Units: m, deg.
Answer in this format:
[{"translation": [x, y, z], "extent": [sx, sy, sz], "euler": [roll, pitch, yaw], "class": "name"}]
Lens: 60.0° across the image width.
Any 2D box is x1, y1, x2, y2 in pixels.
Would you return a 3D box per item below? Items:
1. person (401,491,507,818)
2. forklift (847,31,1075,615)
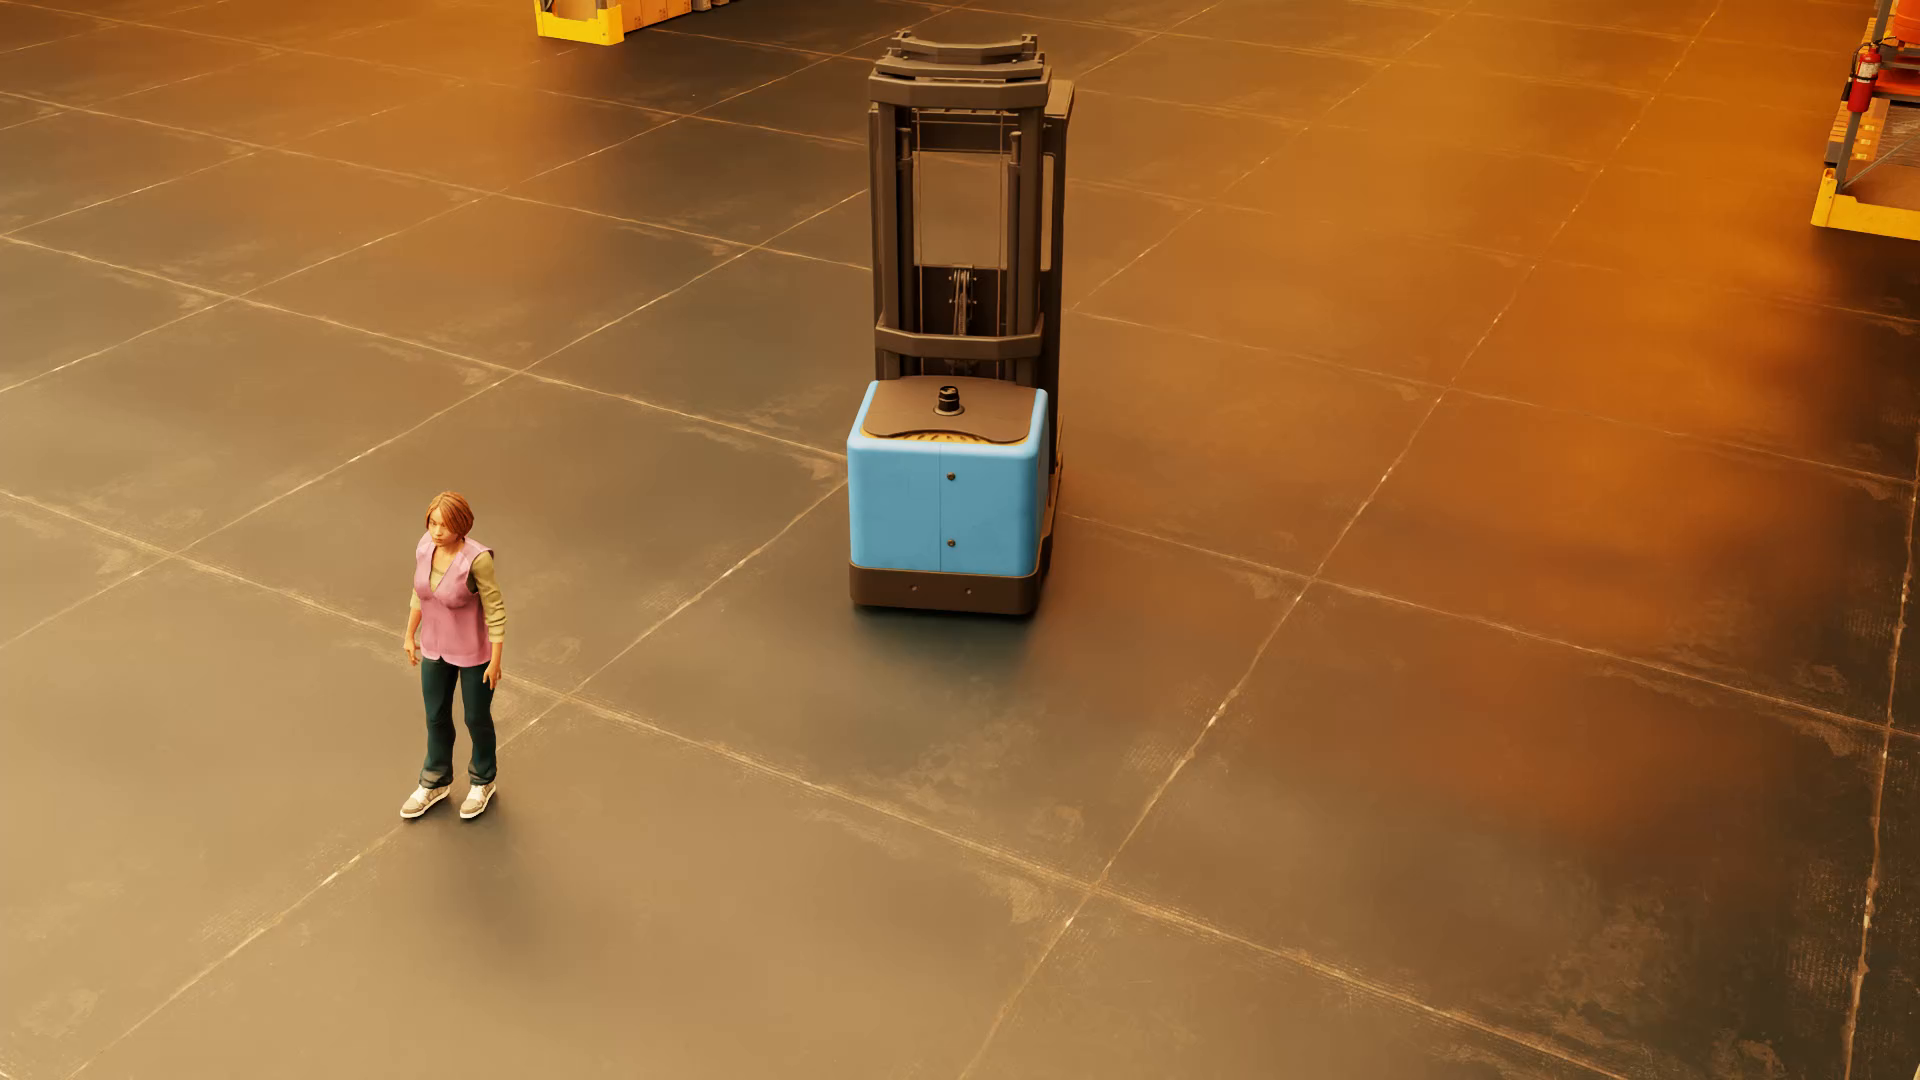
[{"translation": [-2.294, 0.544, 7.448], "extent": [0.521, 1.599, 0.473], "euler": [11, 32, 18], "class": "person"}, {"translation": [0.072, -1.572, 9.794], "extent": [1.130, 2.935, 3.031], "euler": [3, 30, 6], "class": "forklift"}]
